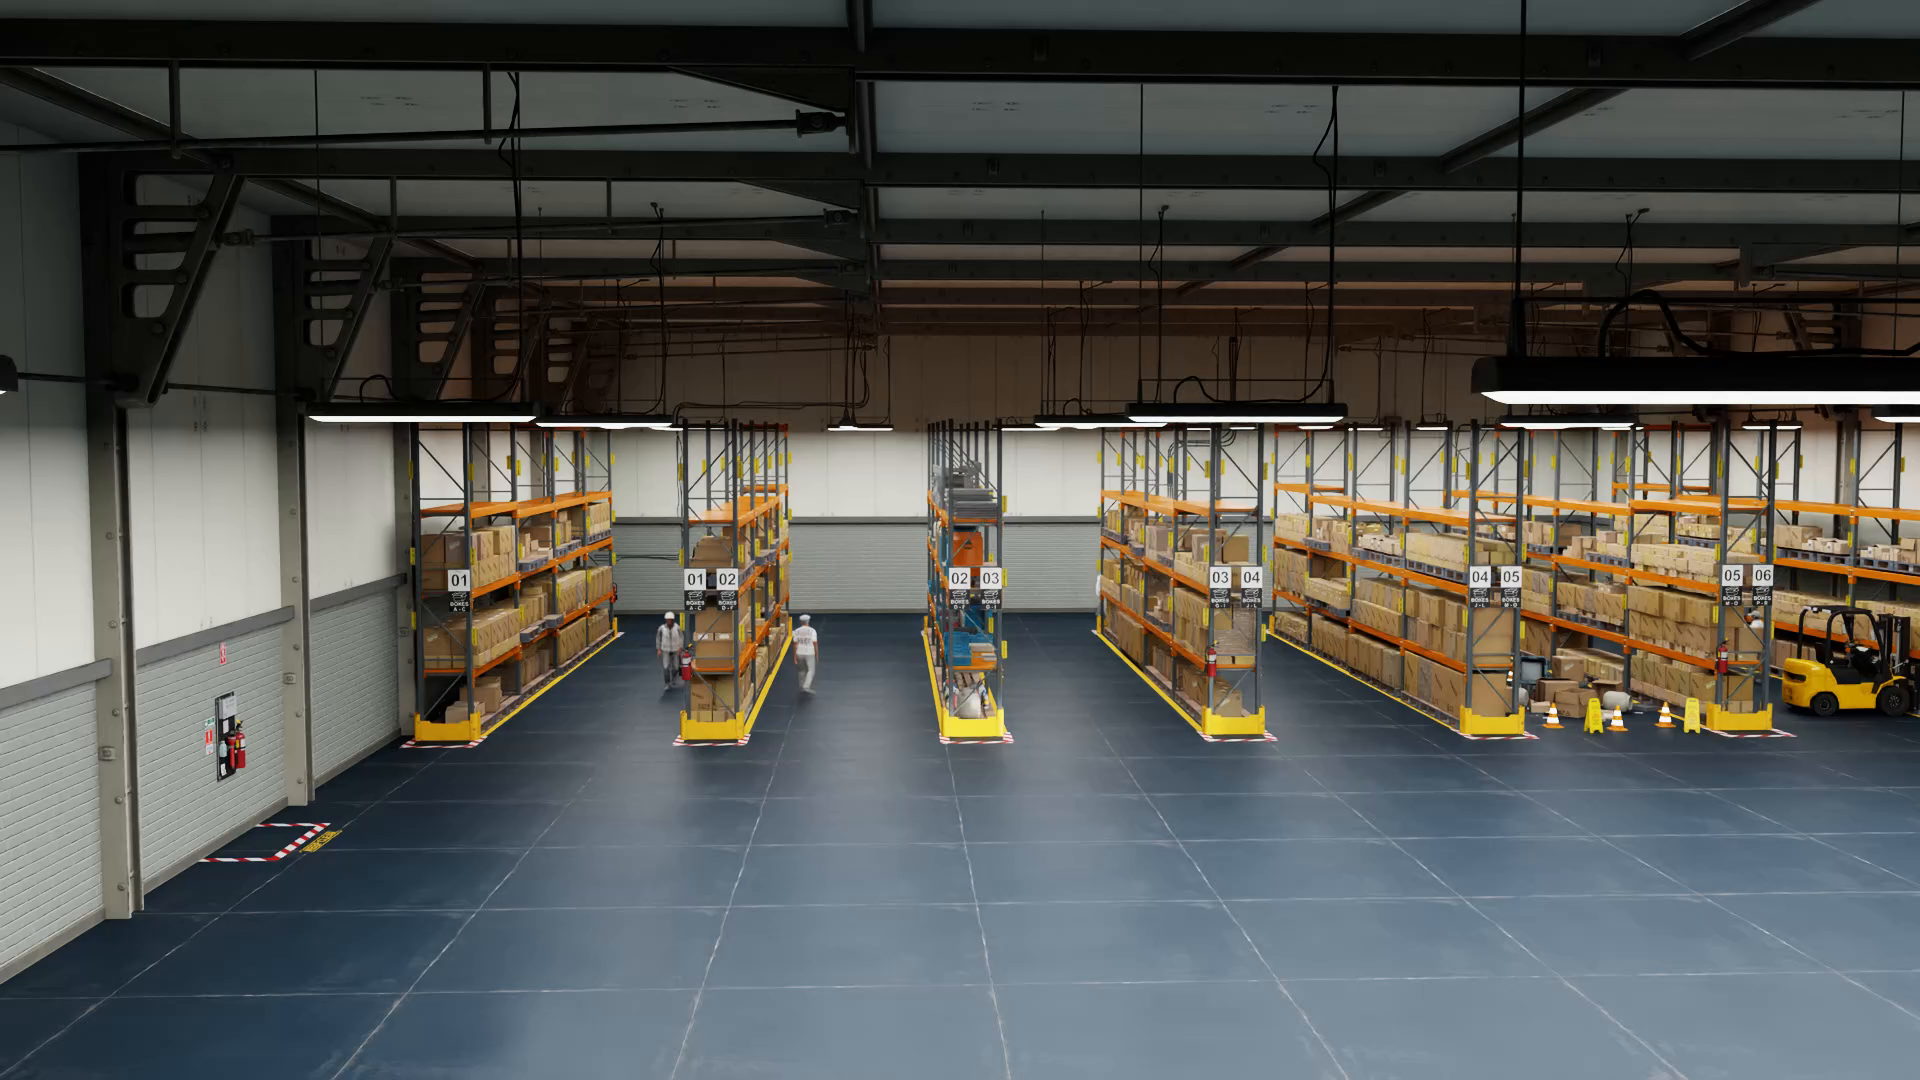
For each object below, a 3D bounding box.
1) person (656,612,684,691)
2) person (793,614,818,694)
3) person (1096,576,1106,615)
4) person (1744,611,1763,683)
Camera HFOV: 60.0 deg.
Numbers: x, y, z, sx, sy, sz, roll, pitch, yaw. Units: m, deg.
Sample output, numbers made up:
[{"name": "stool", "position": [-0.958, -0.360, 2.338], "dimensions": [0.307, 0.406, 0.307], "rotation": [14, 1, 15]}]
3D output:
[{"name": "person", "position": [-6.512, 2.467, 37.302], "dimensions": [0.624, 1.756, 0.638], "rotation": [-1, 4, -13]}, {"name": "person", "position": [-3.367, 2.512, 36.397], "dimensions": [0.609, 1.746, 0.944], "rotation": [1, 4, 14]}, {"name": "person", "position": [4.472, 1.614, 51.219], "dimensions": [0.469, 1.599, 1.069], "rotation": [-2, 4, -30]}, {"name": "person", "position": [18.298, 2.480, 38.149], "dimensions": [0.506, 1.704, 0.569], "rotation": [-1, 4, -18]}]
